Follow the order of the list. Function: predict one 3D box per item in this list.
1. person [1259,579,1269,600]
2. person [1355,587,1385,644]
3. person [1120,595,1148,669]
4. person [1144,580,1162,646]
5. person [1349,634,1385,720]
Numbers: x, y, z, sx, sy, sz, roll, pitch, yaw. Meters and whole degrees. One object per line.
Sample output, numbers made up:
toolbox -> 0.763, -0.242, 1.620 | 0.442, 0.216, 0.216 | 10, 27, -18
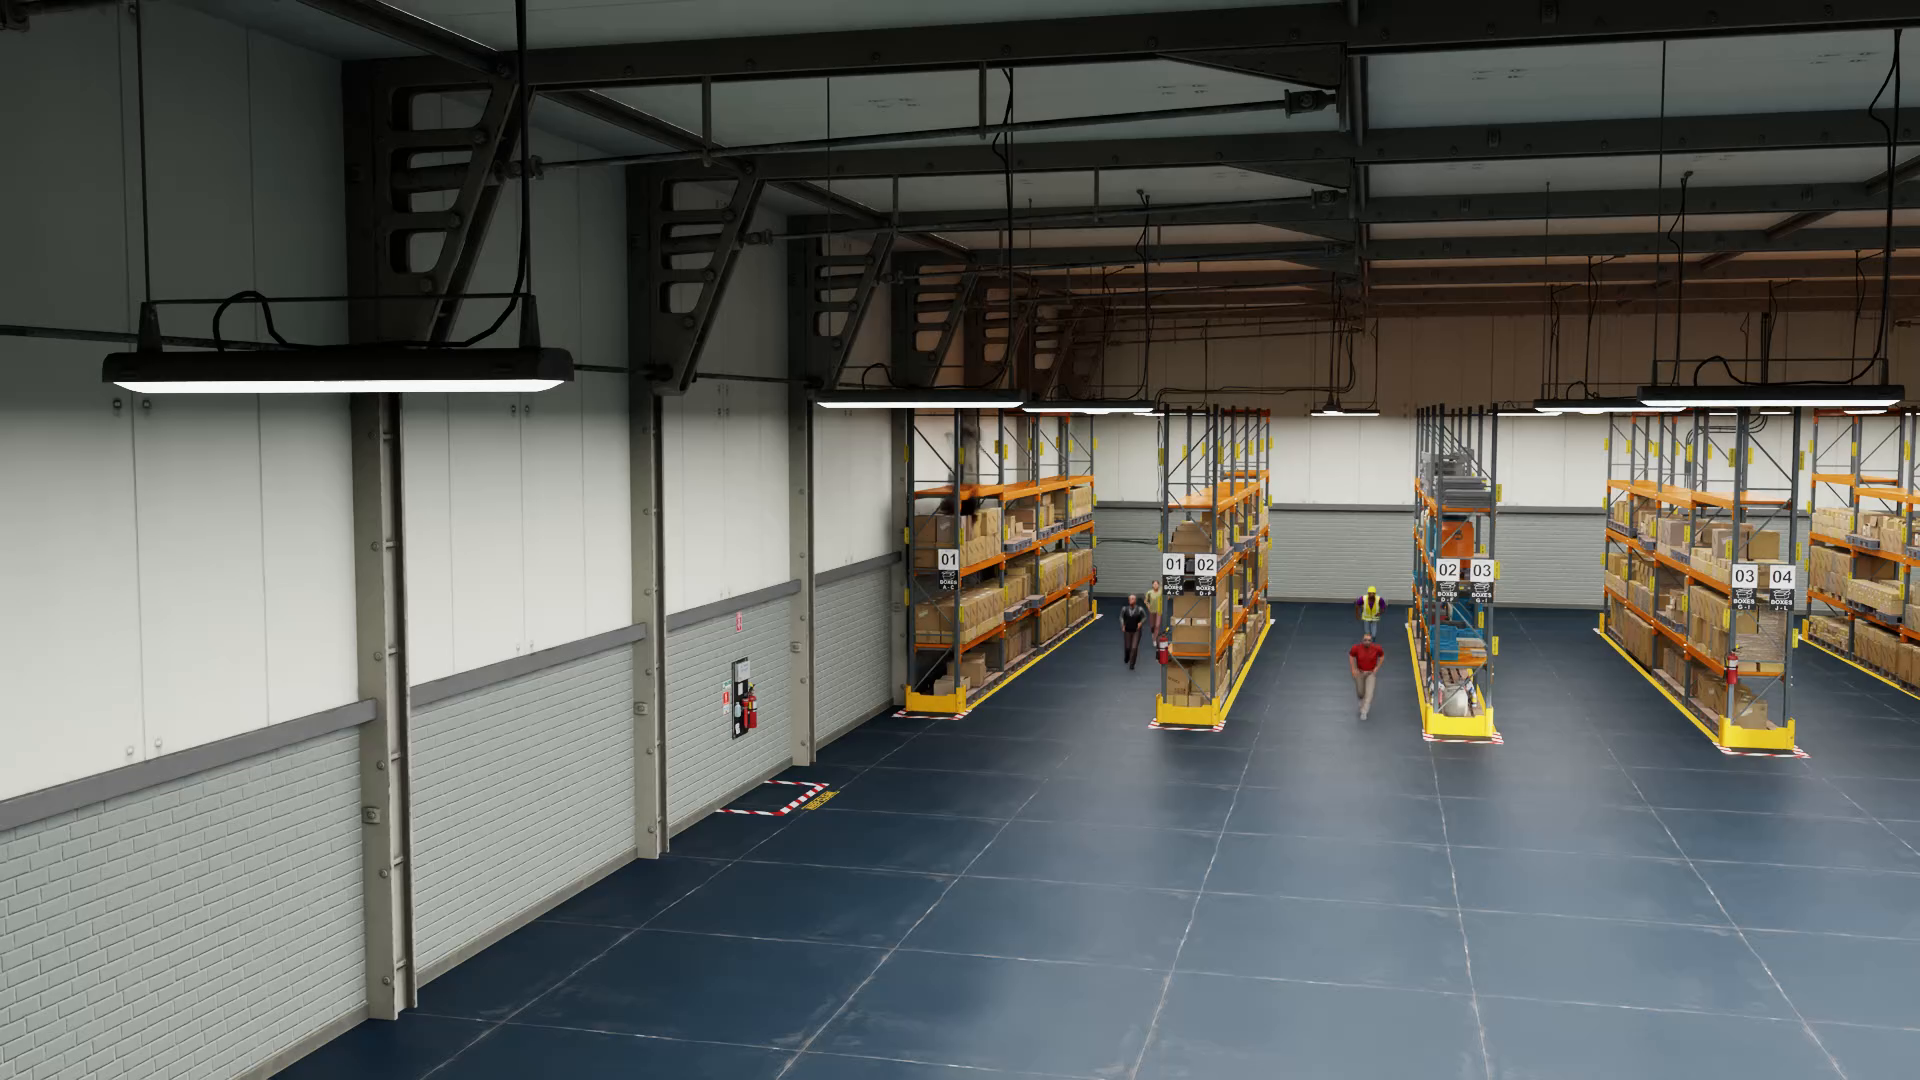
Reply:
person -> 8.850, 1.388, 48.784 | 0.556, 1.611, 0.656 | -2, 5, -29
person -> 9.945, 1.961, 40.299 | 0.689, 1.685, 0.735 | 1, 4, 7
person -> 3.975, 2.112, 38.169 | 0.656, 1.692, 0.625 | 1, 4, 13
person -> 4.983, 1.846, 42.322 | 0.589, 1.662, 0.796 | 0, 4, 6
person -> 7.803, 2.596, 31.952 | 0.663, 1.681, 0.871 | 1, 4, 8
